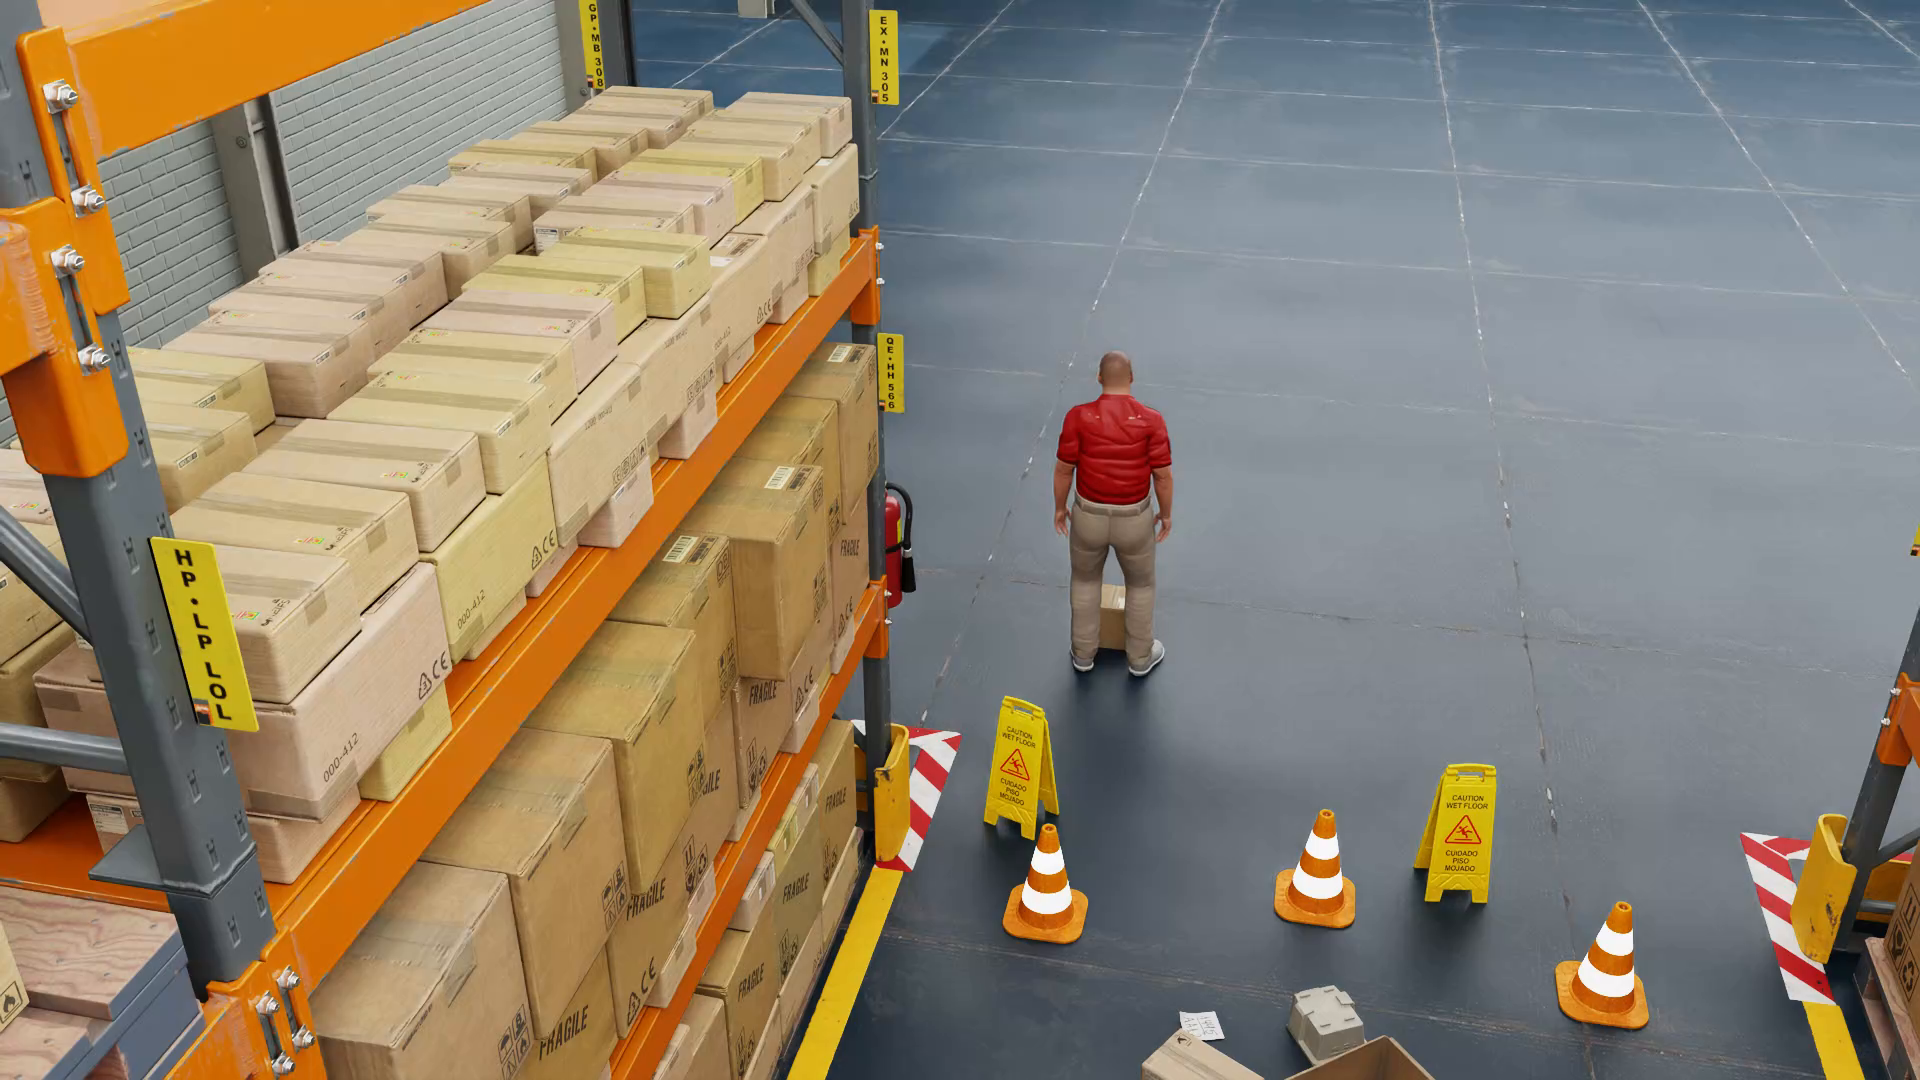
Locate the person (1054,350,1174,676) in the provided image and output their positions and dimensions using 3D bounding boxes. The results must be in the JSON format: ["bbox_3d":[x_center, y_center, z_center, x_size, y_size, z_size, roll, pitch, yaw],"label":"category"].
[{"bbox_3d":[0.768,-0.117,8.353,0.599,1.727,0.383,5,29,9],"label":"person"}]
